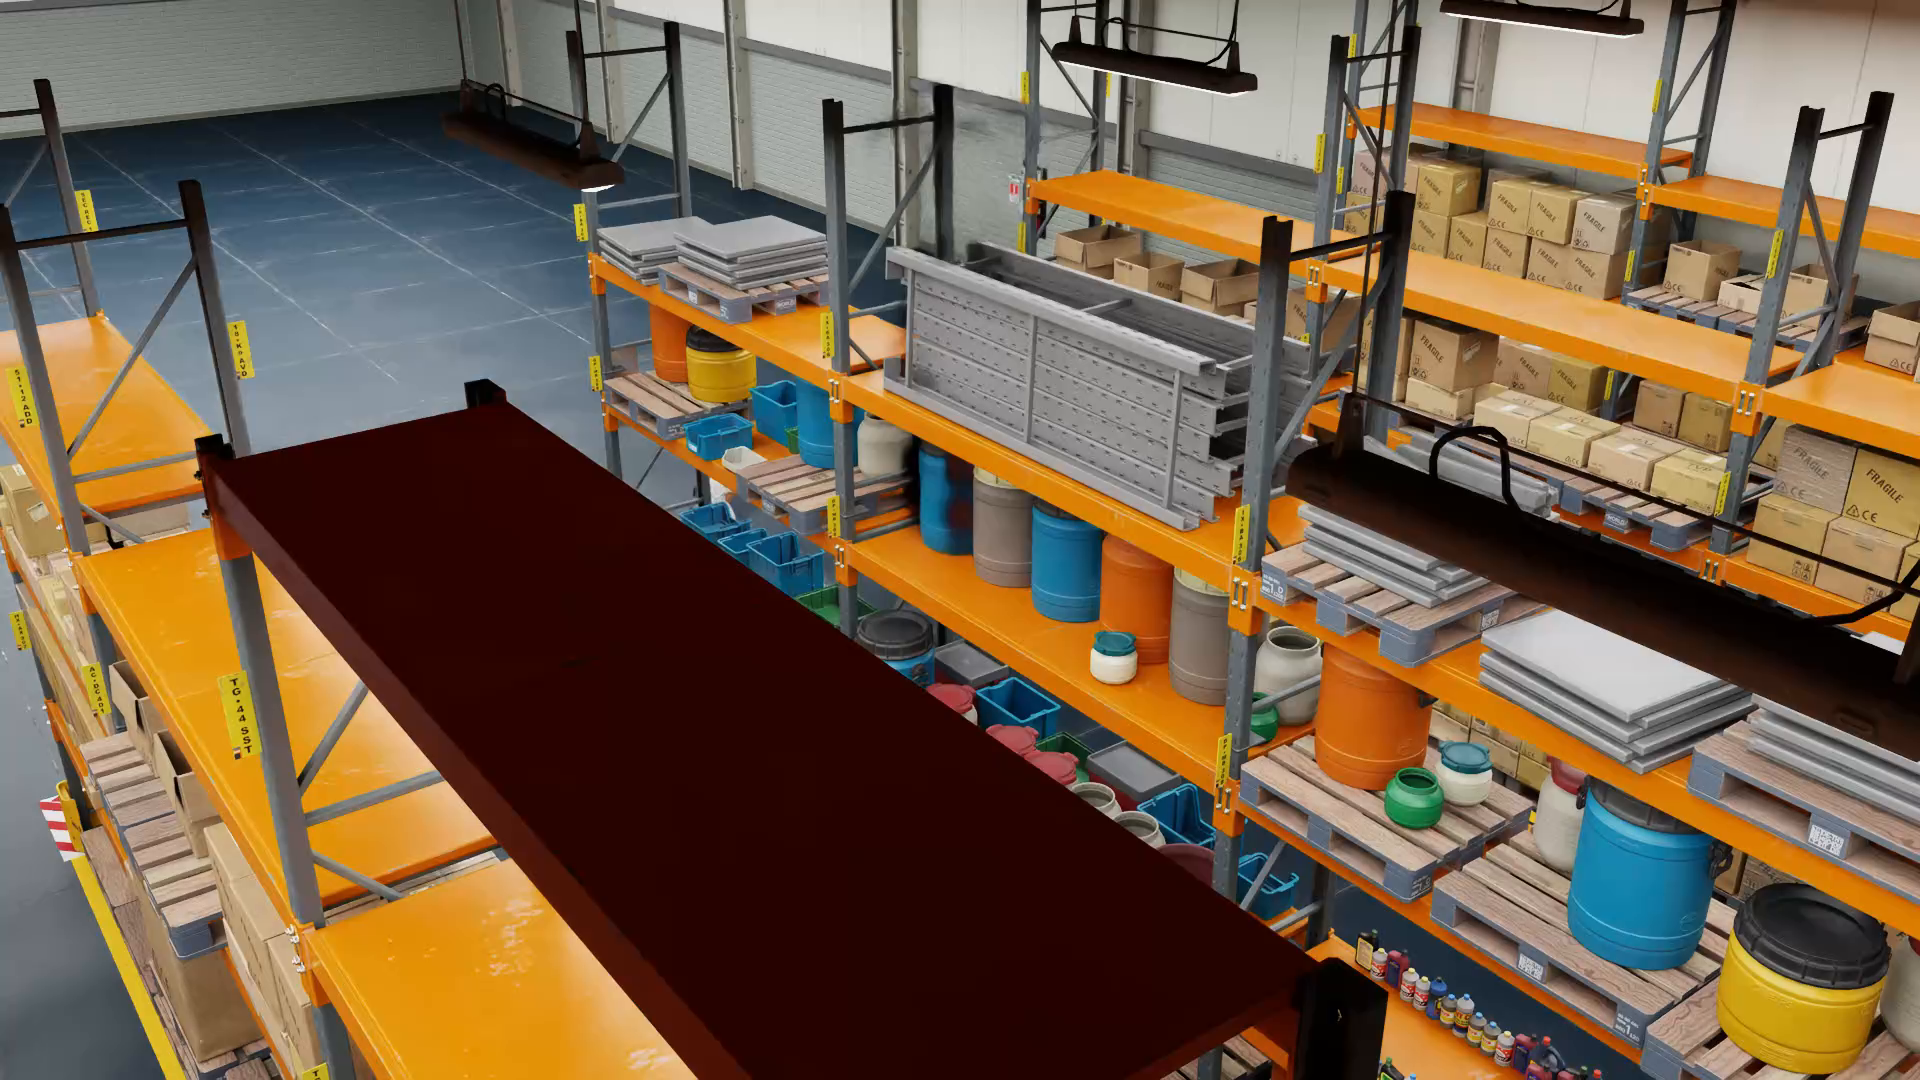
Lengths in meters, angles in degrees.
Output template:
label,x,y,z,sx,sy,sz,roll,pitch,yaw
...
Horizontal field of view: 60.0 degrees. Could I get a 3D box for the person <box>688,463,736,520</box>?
label,x,y,z,sx,sy,sz,roll,pitch,yaw
person,-2.581,-0.141,17.387,0.526,1.612,0.606,6,25,13
